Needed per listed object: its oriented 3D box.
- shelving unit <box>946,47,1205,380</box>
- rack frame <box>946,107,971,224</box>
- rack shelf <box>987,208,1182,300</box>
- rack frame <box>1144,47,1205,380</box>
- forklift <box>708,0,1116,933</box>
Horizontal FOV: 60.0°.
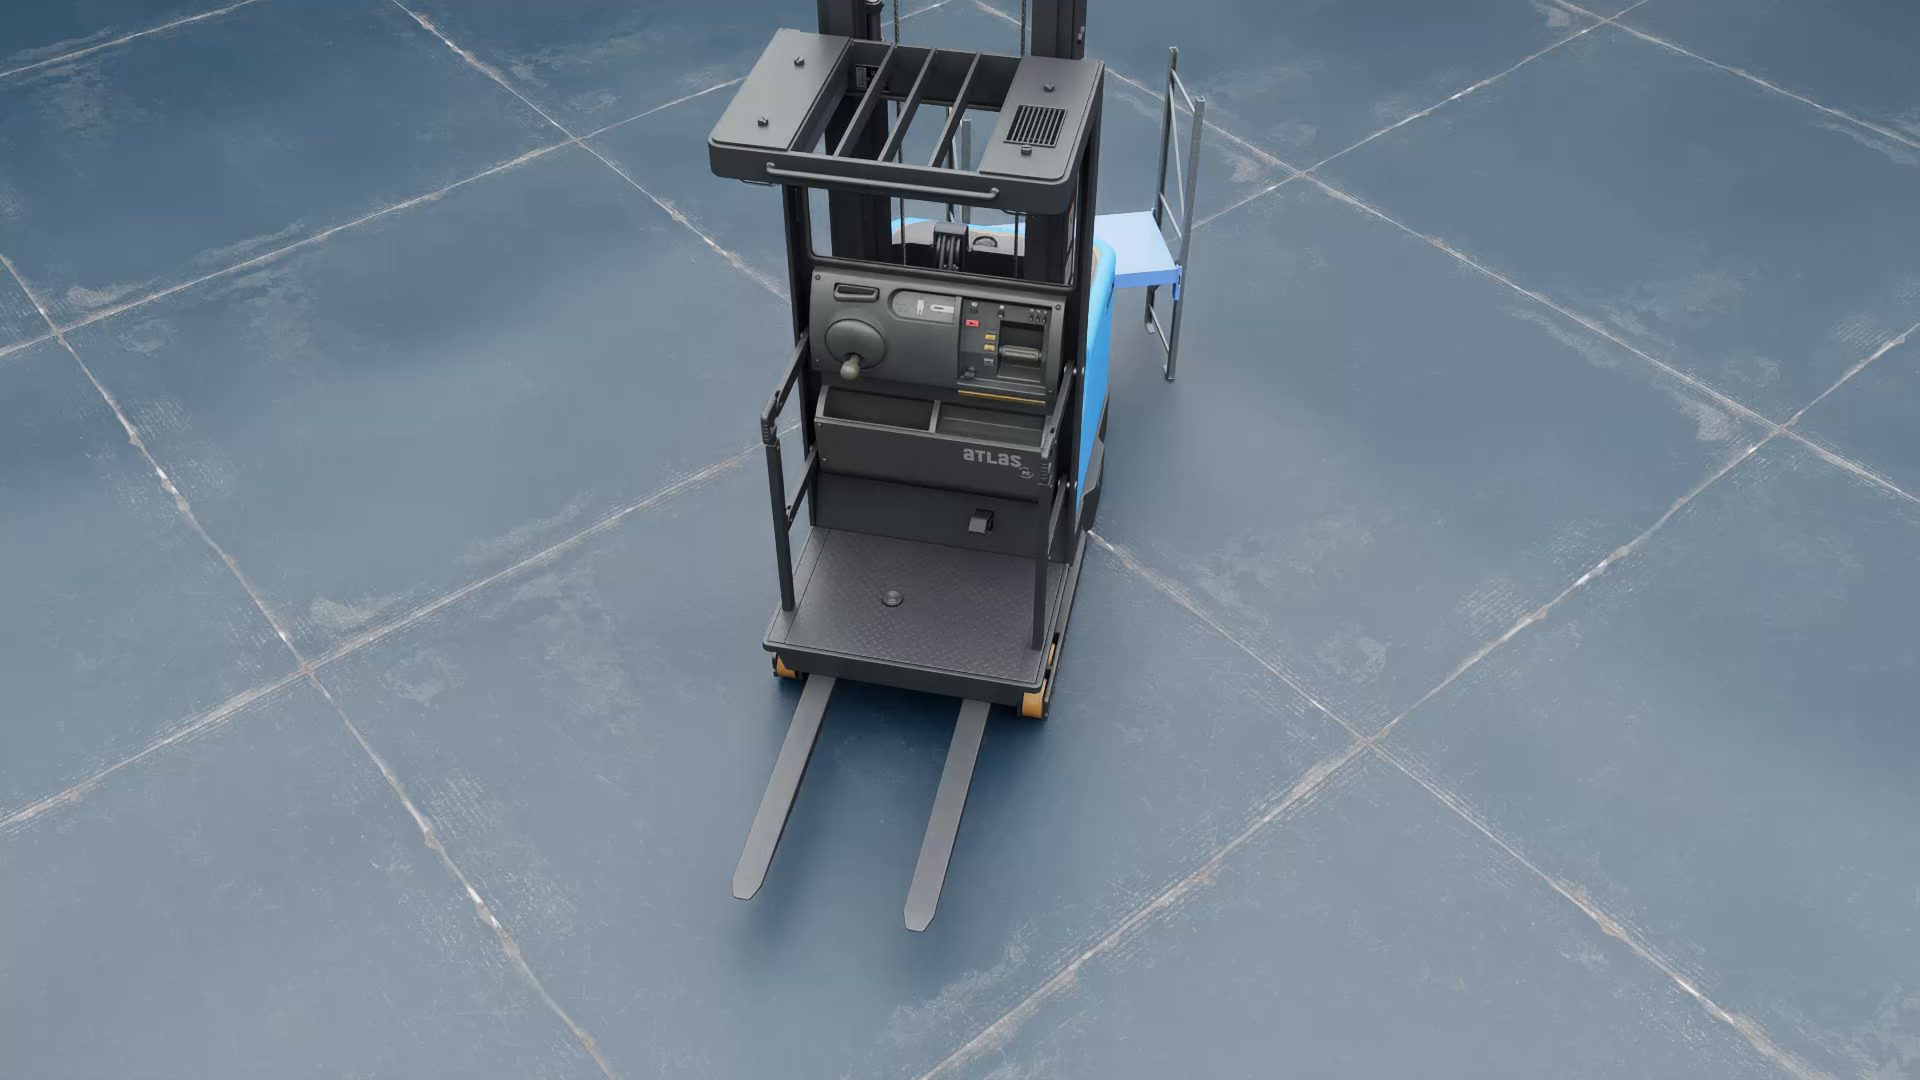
[{"bbox_3d":[0.493,-1.444,7.746,1.048,1.500,0.538,-6,44,-7],"label":"shelving unit"},{"bbox_3d":[-0.009,-1.389,7.687,0.032,1.500,0.500,-6,44,-7],"label":"rack frame"},{"bbox_3d":[0.493,-1.313,7.869,1.000,0.185,0.538,-6,44,-7],"label":"rack shelf"},{"bbox_3d":[0.995,-1.500,7.805,0.032,1.500,0.500,-6,44,-7],"label":"rack frame"},{"bbox_3d":[-0.131,-0.652,5.857,1.130,2.935,3.031,8,44,9],"label":"forklift"}]
